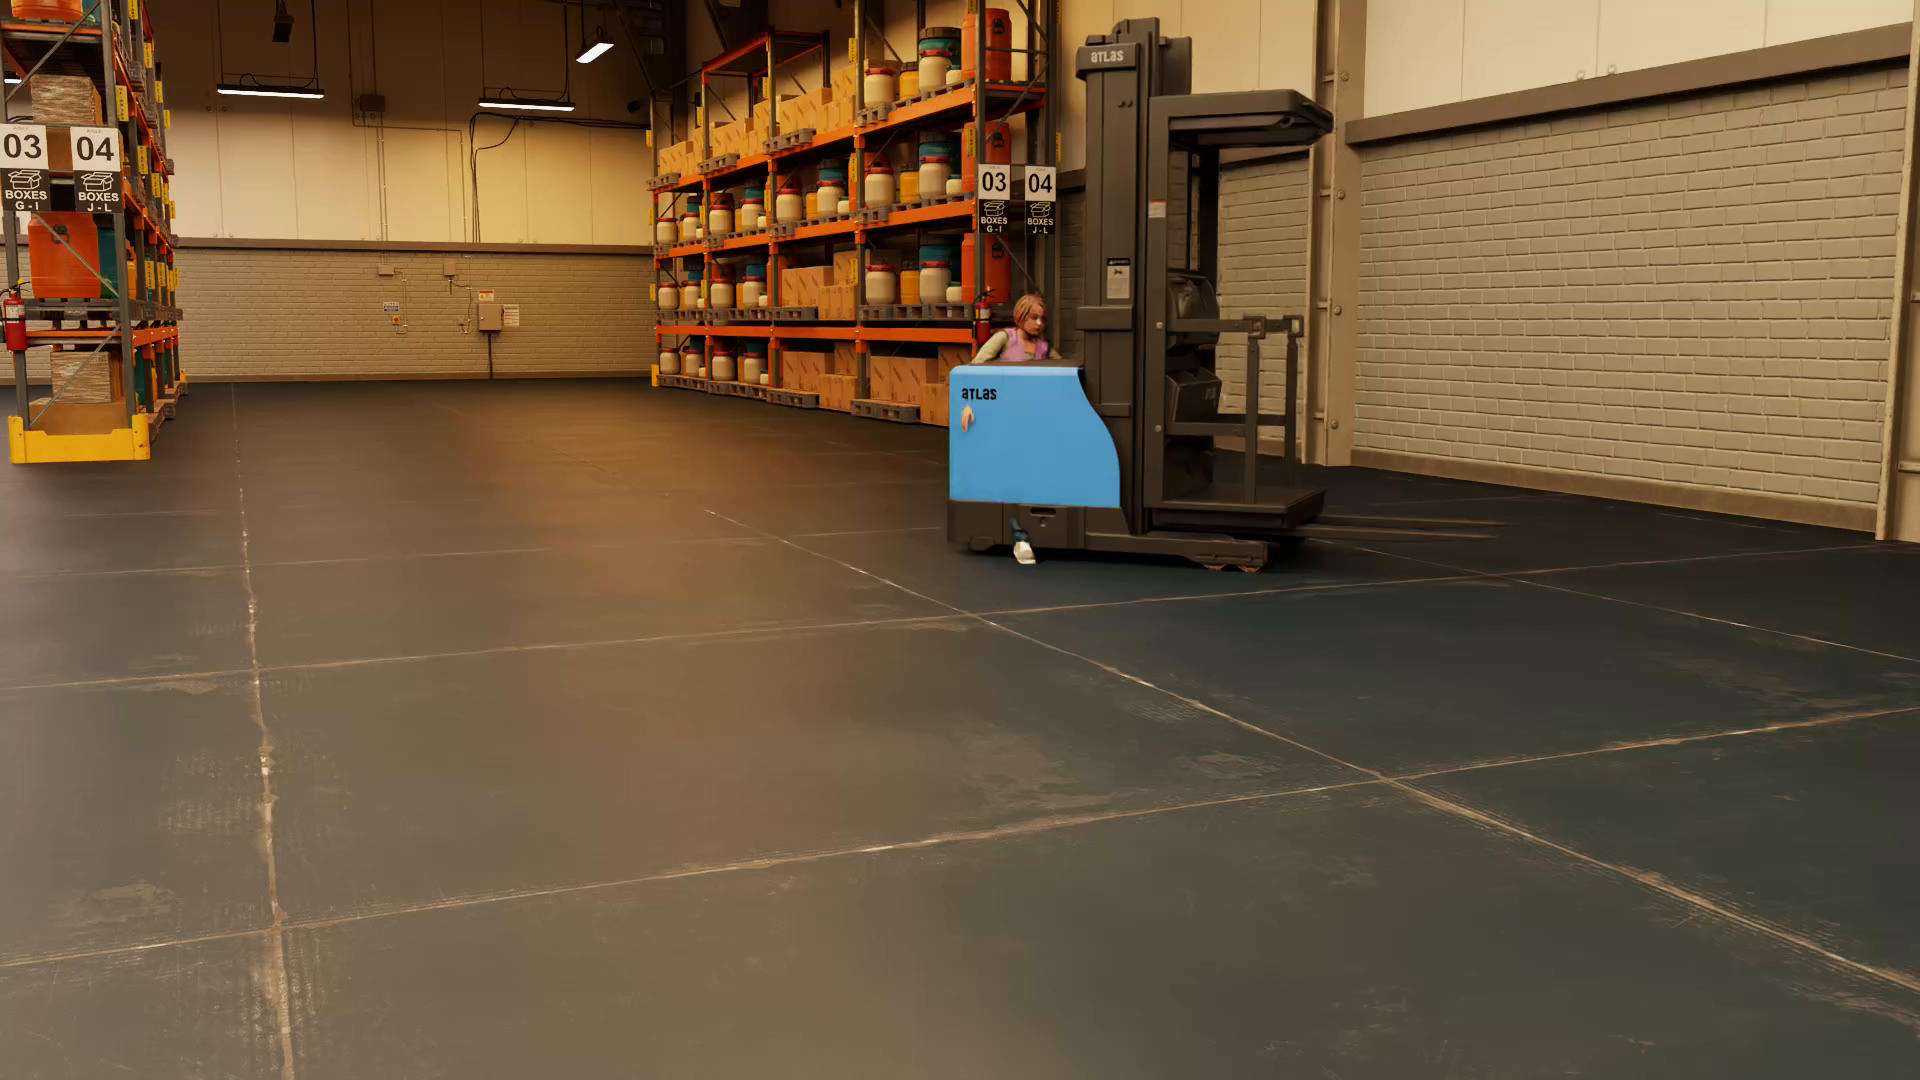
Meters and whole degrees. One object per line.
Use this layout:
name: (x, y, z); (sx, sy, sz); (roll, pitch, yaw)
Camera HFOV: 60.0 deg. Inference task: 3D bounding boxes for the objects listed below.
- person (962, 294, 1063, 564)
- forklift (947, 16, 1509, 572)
person: (0.391, -0.646, 9.461); (0.720, 1.470, 0.726); (-4, 9, -30)
forklift: (1.490, -1.360, 9.253); (3.031, 2.935, 1.130); (3, 8, 23)
